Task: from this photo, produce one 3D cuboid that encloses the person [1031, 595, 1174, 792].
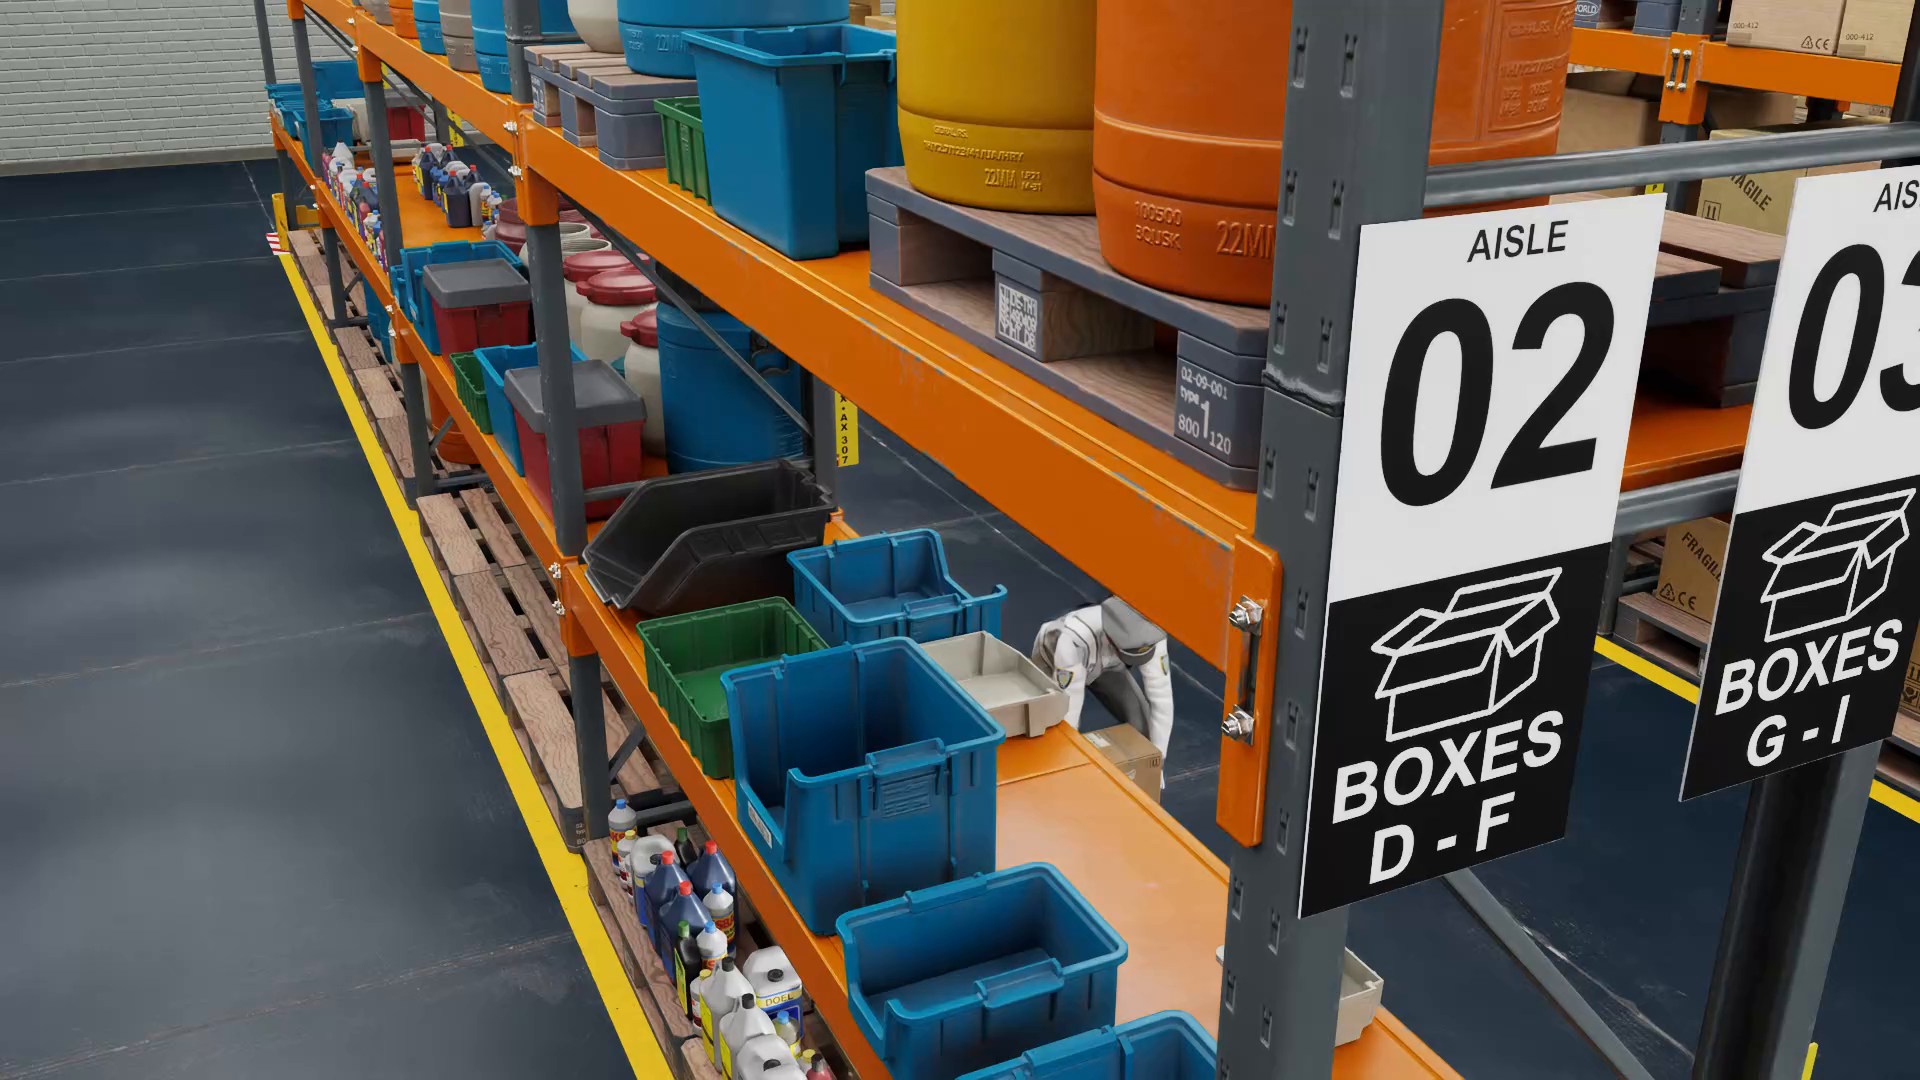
[{"bbox_3d":[0.558,0.584,6.544,0.488,1.006,0.820,-4,23,-10],"label":"person"}]
